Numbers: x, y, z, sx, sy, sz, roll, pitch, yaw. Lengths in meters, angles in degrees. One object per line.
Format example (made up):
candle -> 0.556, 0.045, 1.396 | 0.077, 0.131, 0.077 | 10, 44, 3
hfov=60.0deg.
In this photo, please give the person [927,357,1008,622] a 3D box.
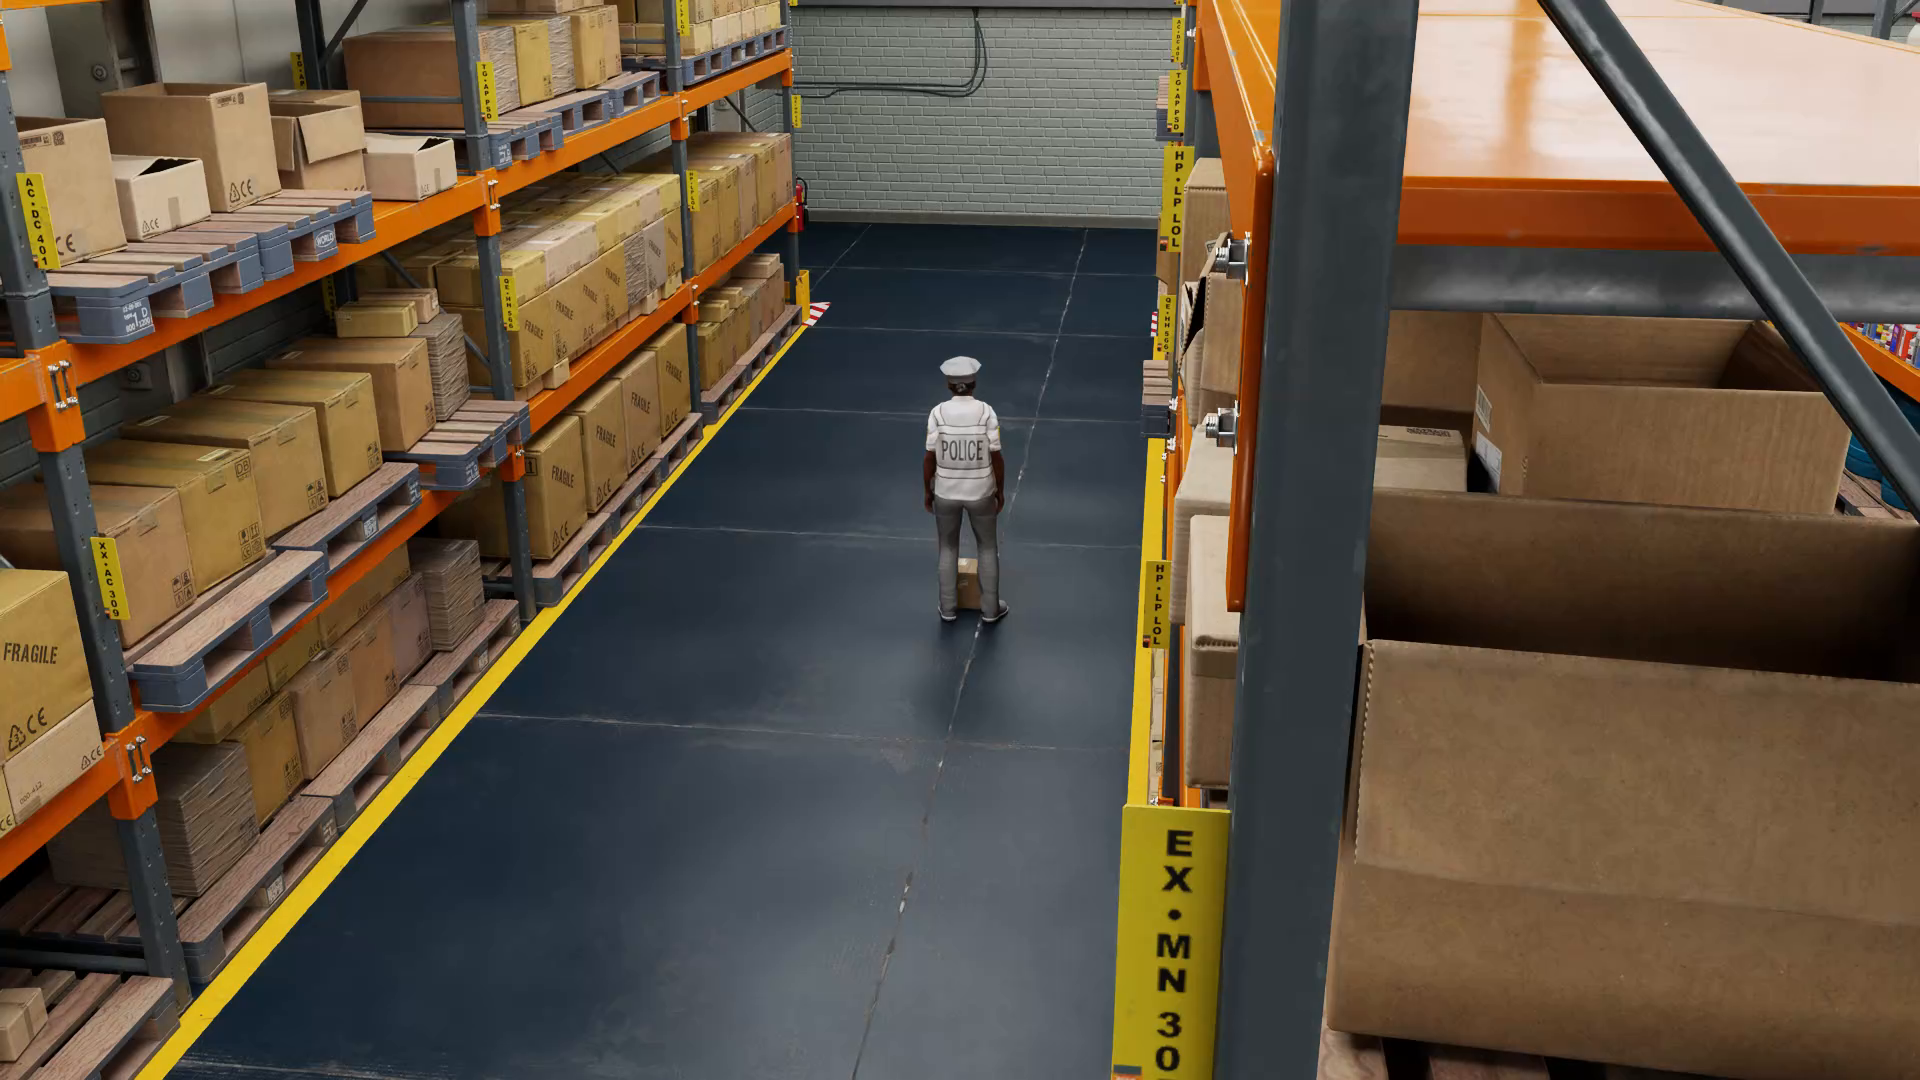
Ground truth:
person -> 0.050, -0.285, 10.319 | 0.504, 1.657, 0.395 | 2, 21, 6
